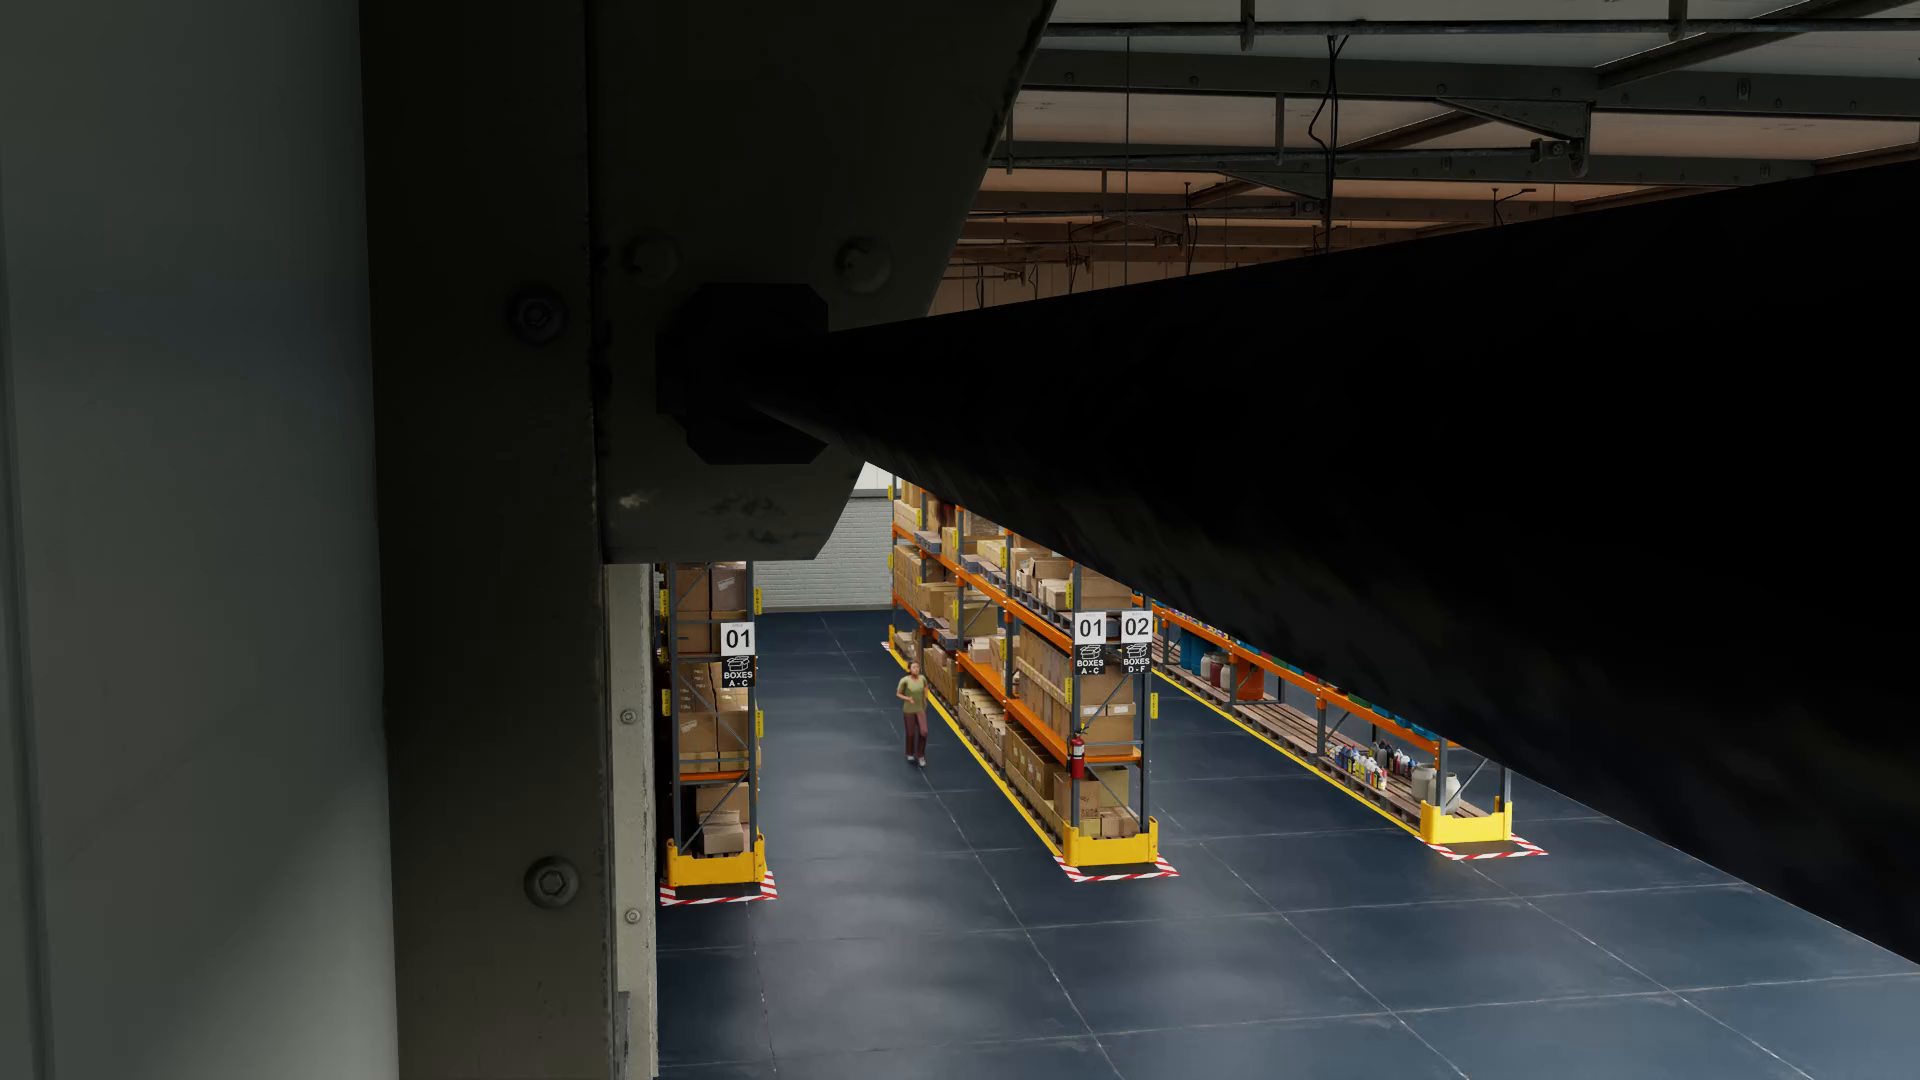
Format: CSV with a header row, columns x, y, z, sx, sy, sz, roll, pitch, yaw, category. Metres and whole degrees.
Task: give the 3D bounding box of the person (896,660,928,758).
x,y,z,sx,sy,sz,roll,pitch,yaw,category
-0.724,2.644,25.995,0.567,1.566,0.682,-2,6,-15,person
